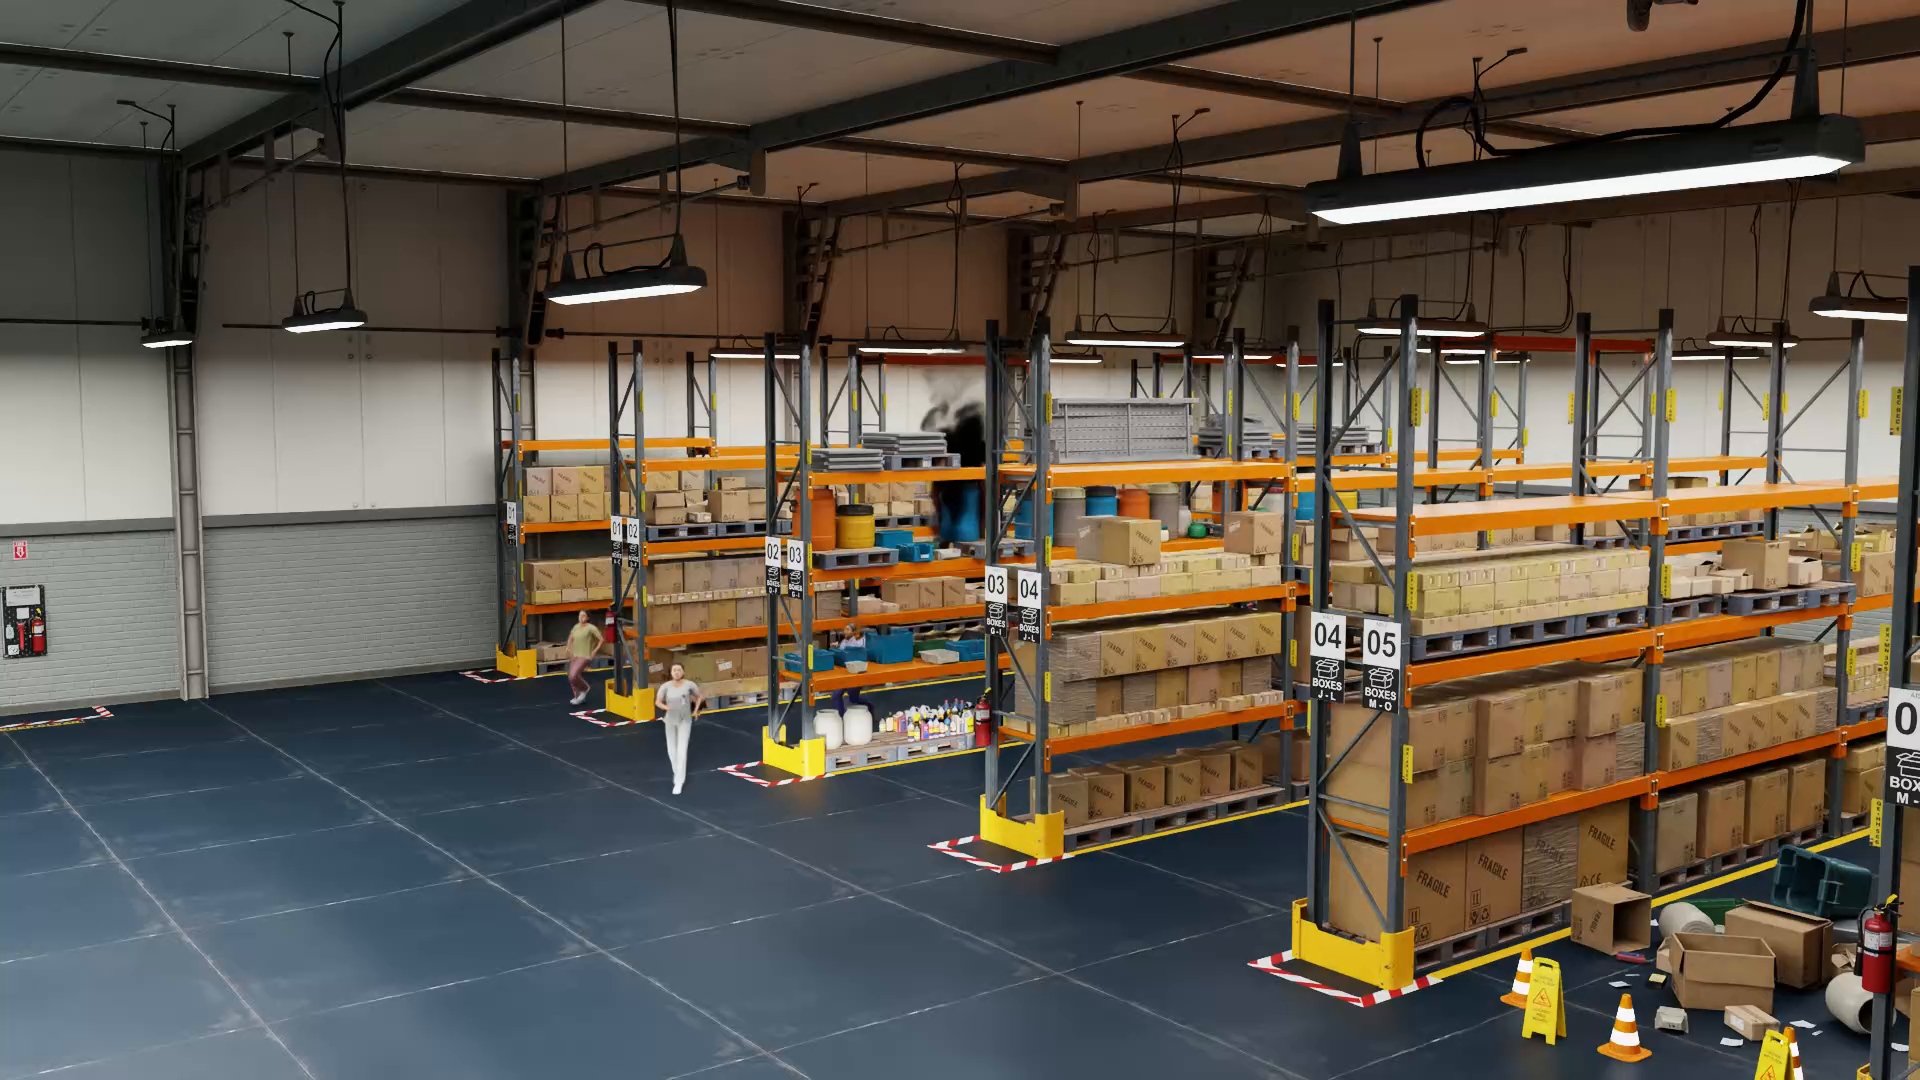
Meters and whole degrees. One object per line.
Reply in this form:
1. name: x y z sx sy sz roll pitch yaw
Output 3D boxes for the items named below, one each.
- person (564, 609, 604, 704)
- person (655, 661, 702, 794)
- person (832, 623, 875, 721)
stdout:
1. person: -6.285 1.951 27.581 0.636 1.596 0.538 3 6 32
2. person: -3.673 2.399 21.649 0.579 1.662 0.879 0 5 1
3. person: -1.706 2.100 25.788 0.620 1.603 0.804 5 7 42
